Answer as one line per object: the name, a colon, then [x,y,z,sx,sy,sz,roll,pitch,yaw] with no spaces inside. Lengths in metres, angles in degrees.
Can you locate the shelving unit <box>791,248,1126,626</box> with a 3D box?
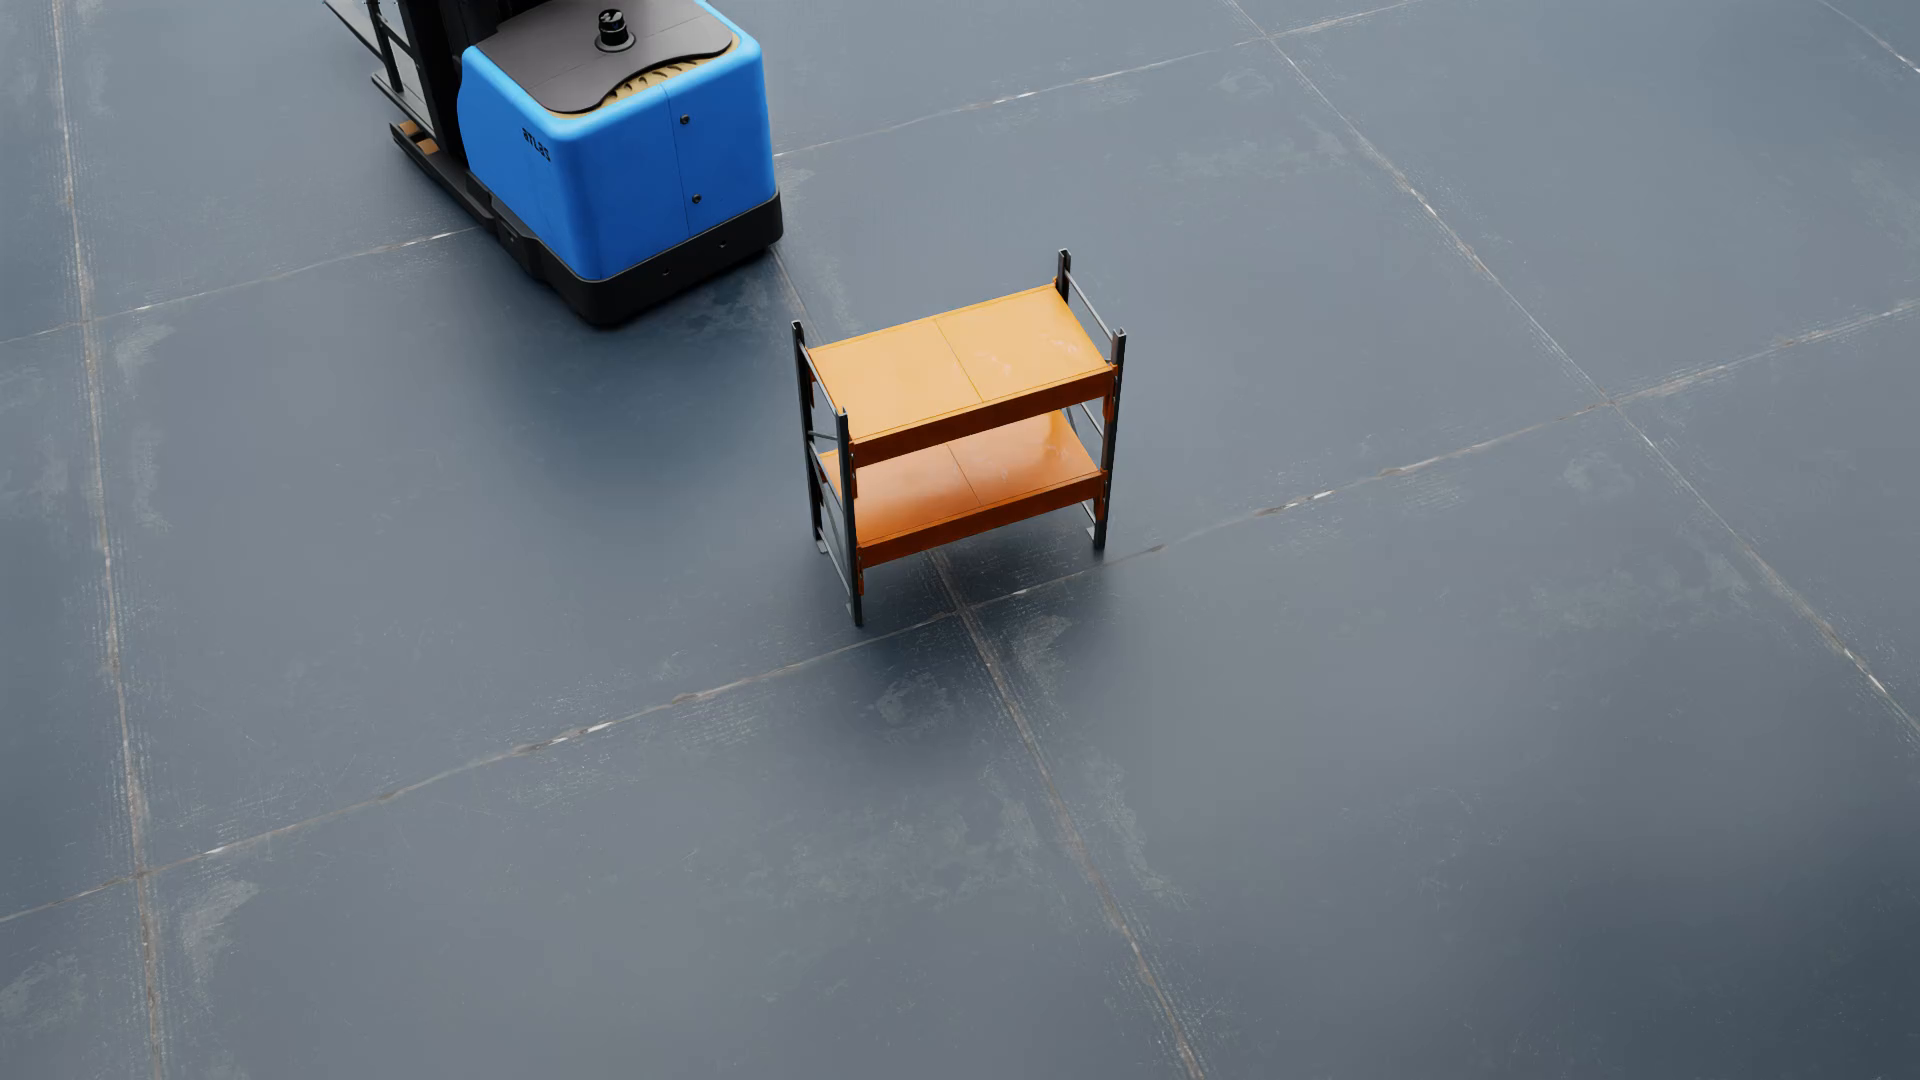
shelving unit: [-0.006,-0.365,6.162,1.048,1.125,0.538,-17,52,-14]

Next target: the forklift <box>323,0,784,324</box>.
forklift: [-2.143,-2.963,7.203,1.130,2.935,3.031,-32,56,-24]

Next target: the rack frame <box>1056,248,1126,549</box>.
rack frame: [0.464,-0.510,6.288,0.032,1.125,0.500,-17,52,-14]

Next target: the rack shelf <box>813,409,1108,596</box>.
rack shelf: [-0.006,-0.205,6.348,1.000,0.278,0.538,-17,52,-14]

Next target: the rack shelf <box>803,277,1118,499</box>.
rack shelf: [-0.006,-0.555,5.940,1.000,0.278,0.538,-17,52,-14]

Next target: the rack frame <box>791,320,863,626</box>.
rack frame: [-0.477,-0.219,6.037,0.032,1.125,0.500,-17,52,-14]
